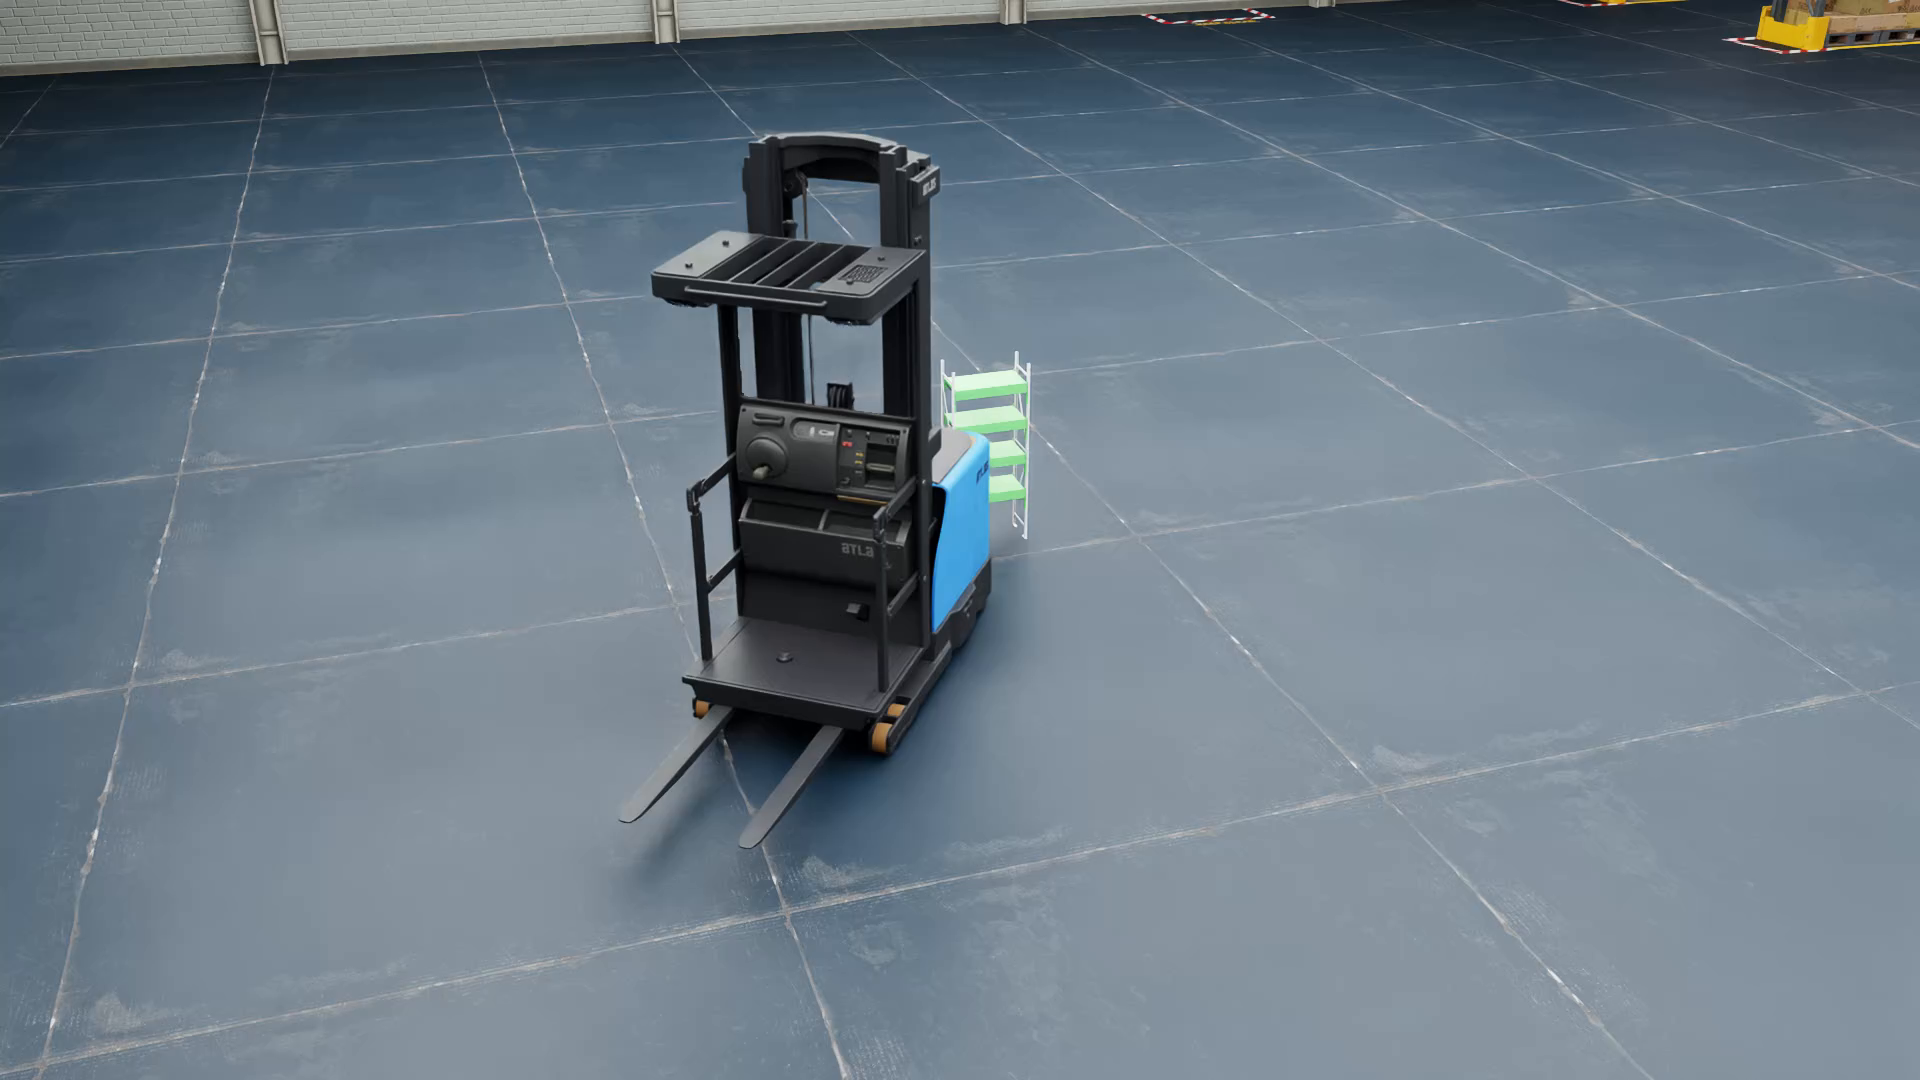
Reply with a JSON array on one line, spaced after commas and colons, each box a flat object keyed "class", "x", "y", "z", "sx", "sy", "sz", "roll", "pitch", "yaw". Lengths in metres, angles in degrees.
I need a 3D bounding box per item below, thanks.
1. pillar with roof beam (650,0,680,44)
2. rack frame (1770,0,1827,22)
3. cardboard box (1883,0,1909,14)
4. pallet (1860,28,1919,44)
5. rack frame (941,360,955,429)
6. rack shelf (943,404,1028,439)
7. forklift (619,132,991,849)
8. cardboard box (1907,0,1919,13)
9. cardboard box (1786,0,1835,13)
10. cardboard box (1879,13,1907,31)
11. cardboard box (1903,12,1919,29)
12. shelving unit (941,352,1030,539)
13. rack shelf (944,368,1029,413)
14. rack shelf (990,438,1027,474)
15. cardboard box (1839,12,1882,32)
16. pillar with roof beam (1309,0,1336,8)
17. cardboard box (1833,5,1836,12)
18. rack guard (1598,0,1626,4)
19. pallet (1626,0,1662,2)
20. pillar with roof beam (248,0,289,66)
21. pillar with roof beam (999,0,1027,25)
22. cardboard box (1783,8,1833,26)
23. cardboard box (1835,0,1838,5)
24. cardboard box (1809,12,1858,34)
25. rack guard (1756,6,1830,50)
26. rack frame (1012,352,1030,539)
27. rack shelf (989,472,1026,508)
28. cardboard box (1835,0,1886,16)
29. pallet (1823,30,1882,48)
[{"class": "pillar with roof beam", "x": -3.456, "y": -10.342, "z": 21.462, "sx": 0.400, "sy": 9.000, "sz": 9.100, "roll": -8, "pitch": 28, "yaw": -16}, {"class": "rack frame", "x": 13.466, "y": -9.398, "z": 26.306, "sx": 0.127, "sy": 3.000, "sz": 1.000, "roll": -8, "pitch": 28, "yaw": -16}, {"class": "cardboard box", "x": 14.991, "y": -8.814, "z": 26.907, "sx": 0.500, "sy": 0.500, "sz": 0.500, "roll": -8, "pitch": 28, "yaw": -16}, {"class": "pallet", "x": 15.338, "y": -8.438, "z": 27.509, "sx": 1.213, "sy": 0.211, "sz": 1.003, "roll": -8, "pitch": 28, "yaw": -16}, {"class": "rack frame", "x": -0.075, "y": -0.527, "z": 10.461, "sx": 0.015, "sy": 1.200, "sz": 0.240, "roll": -8, "pitch": 28, "yaw": -16}, {"class": "rack shelf", "x": 0.157, "y": -0.718, "z": 10.451, "sx": 0.480, "sy": 0.148, "sz": 0.258, "roll": -8, "pitch": 28, "yaw": -16}, {"class": "forklift", "x": -0.770, "y": -0.413, "z": 8.286, "sx": 1.130, "sy": 2.935, "sz": 3.031, "roll": 9, "pitch": 28, "yaw": 17}, {"class": "cardboard box", "x": 15.472, "y": -8.875, "z": 27.031, "sx": 0.500, "sy": 0.500, "sz": 0.500, "roll": -8, "pitch": 28, "yaw": -16}, {"class": "cardboard box", "x": 13.884, "y": -8.890, "z": 27.060, "sx": 0.500, "sy": 0.500, "sz": 0.500, "roll": -8, "pitch": 28, "yaw": -16}, {"class": "cardboard box", "x": 14.994, "y": -8.473, "z": 27.064, "sx": 0.500, "sy": 0.250, "sz": 0.500, "roll": -8, "pitch": 28, "yaw": -16}, {"class": "cardboard box", "x": 15.471, "y": -8.540, "z": 27.198, "sx": 0.500, "sy": 0.250, "sz": 0.500, "roll": -8, "pitch": 28, "yaw": -16}, {"class": "shelving unit", "x": 0.157, "y": -0.560, "z": 10.529, "sx": 0.503, "sy": 1.200, "sz": 0.258, "roll": -8, "pitch": 28, "yaw": -16}, {"class": "rack shelf", "x": 0.157, "y": -0.933, "z": 10.344, "sx": 0.480, "sy": 0.148, "sz": 0.258, "roll": -8, "pitch": 28, "yaw": -16}, {"class": "rack shelf", "x": 0.157, "y": -0.503, "z": 10.558, "sx": 0.480, "sy": 0.148, "sz": 0.258, "roll": -8, "pitch": 28, "yaw": -16}, {"class": "cardboard box", "x": 14.519, "y": -8.404, "z": 26.925, "sx": 0.500, "sy": 0.250, "sz": 0.500, "roll": -8, "pitch": 28, "yaw": -16}, {"class": "pillar with roof beam", "x": 7.954, "y": -11.994, "z": 24.790, "sx": 0.400, "sy": 9.000, "sz": 9.100, "roll": -8, "pitch": 28, "yaw": -16}, {"class": "cardboard box", "x": 14.356, "y": -8.627, "z": 27.374, "sx": 0.500, "sy": 0.250, "sz": 0.500, "roll": -8, "pitch": 28, "yaw": -16}, {"class": "rack guard", "x": 12.001, "y": -10.382, "z": 31.101, "sx": 0.348, "sy": 0.500, "sz": 1.175, "roll": -8, "pitch": 28, "yaw": -16}, {"class": "pallet", "x": 12.784, "y": -10.350, "z": 31.360, "sx": 1.213, "sy": 0.211, "sz": 1.003, "roll": -8, "pitch": 28, "yaw": -16}, {"class": "pillar with roof beam", "x": -9.161, "y": -9.516, "z": 19.798, "sx": 0.400, "sy": 9.000, "sz": 9.100, "roll": -8, "pitch": 28, "yaw": -16}, {"class": "pillar with roof beam", "x": 2.249, "y": -11.168, "z": 23.126, "sx": 0.400, "sy": 9.000, "sz": 9.100, "roll": -8, "pitch": 28, "yaw": -16}, {"class": "cardboard box", "x": 13.884, "y": -8.553, "z": 27.225, "sx": 0.500, "sy": 0.250, "sz": 0.500, "roll": -8, "pitch": 28, "yaw": -16}, {"class": "cardboard box", "x": 14.830, "y": -9.034, "z": 27.350, "sx": 0.500, "sy": 0.500, "sz": 0.500, "roll": -8, "pitch": 28, "yaw": -16}, {"class": "cardboard box", "x": 14.045, "y": -8.334, "z": 26.784, "sx": 0.500, "sy": 0.250, "sz": 0.500, "roll": -8, "pitch": 28, "yaw": -16}, {"class": "rack guard", "x": 13.443, "y": -8.275, "z": 26.855, "sx": 0.348, "sy": 0.500, "sz": 1.175, "roll": -8, "pitch": 28, "yaw": -16}, {"class": "rack frame", "x": 0.389, "y": -0.594, "z": 10.597, "sx": 0.015, "sy": 1.200, "sz": 0.240, "roll": -8, "pitch": 28, "yaw": -16}, {"class": "rack shelf", "x": 0.157, "y": -0.288, "z": 10.664, "sx": 0.480, "sy": 0.148, "sz": 0.258, "roll": -8, "pitch": 28, "yaw": -16}, {"class": "cardboard box", "x": 14.519, "y": -8.739, "z": 26.757, "sx": 0.500, "sy": 0.500, "sz": 0.500, "roll": -8, "pitch": 28, "yaw": -16}, {"class": "pallet", "x": 14.180, "y": -8.272, "z": 27.174, "sx": 1.213, "sy": 0.211, "sz": 1.003, "roll": -8, "pitch": 28, "yaw": -16}]
